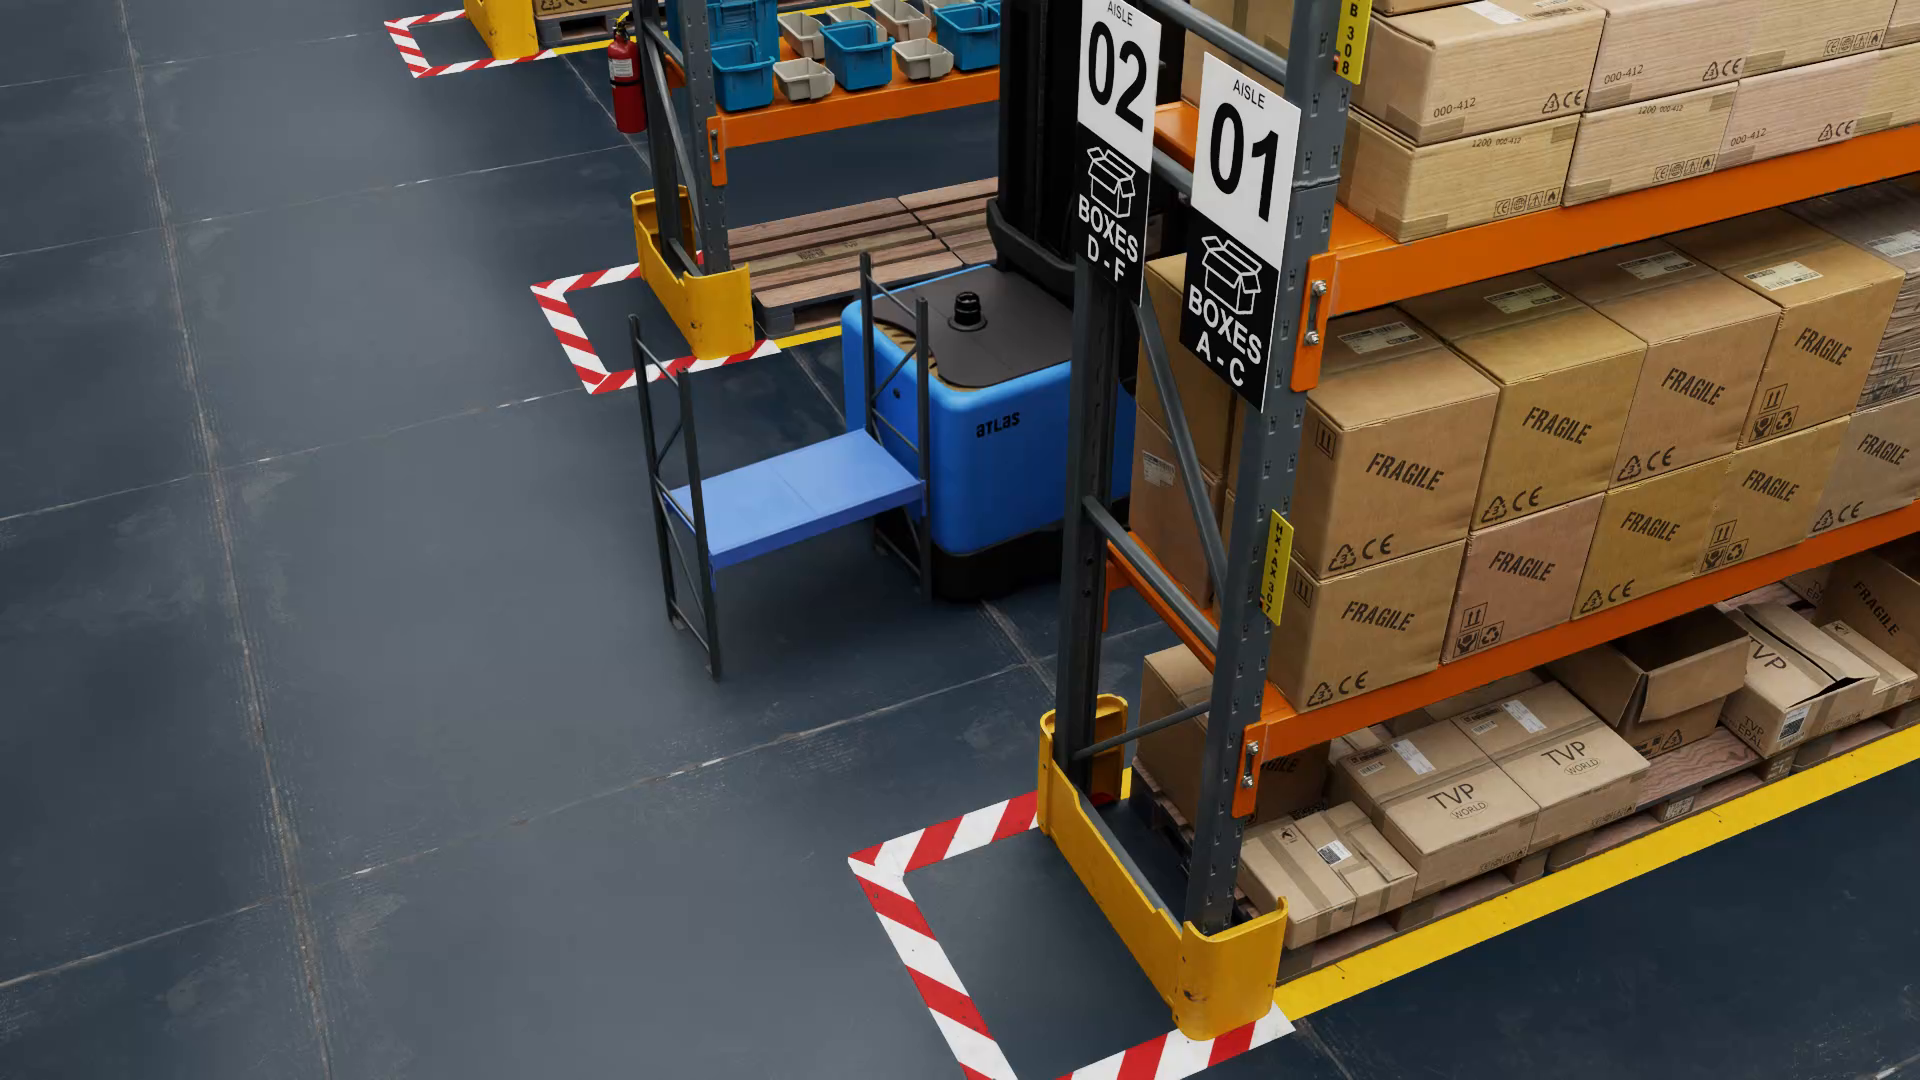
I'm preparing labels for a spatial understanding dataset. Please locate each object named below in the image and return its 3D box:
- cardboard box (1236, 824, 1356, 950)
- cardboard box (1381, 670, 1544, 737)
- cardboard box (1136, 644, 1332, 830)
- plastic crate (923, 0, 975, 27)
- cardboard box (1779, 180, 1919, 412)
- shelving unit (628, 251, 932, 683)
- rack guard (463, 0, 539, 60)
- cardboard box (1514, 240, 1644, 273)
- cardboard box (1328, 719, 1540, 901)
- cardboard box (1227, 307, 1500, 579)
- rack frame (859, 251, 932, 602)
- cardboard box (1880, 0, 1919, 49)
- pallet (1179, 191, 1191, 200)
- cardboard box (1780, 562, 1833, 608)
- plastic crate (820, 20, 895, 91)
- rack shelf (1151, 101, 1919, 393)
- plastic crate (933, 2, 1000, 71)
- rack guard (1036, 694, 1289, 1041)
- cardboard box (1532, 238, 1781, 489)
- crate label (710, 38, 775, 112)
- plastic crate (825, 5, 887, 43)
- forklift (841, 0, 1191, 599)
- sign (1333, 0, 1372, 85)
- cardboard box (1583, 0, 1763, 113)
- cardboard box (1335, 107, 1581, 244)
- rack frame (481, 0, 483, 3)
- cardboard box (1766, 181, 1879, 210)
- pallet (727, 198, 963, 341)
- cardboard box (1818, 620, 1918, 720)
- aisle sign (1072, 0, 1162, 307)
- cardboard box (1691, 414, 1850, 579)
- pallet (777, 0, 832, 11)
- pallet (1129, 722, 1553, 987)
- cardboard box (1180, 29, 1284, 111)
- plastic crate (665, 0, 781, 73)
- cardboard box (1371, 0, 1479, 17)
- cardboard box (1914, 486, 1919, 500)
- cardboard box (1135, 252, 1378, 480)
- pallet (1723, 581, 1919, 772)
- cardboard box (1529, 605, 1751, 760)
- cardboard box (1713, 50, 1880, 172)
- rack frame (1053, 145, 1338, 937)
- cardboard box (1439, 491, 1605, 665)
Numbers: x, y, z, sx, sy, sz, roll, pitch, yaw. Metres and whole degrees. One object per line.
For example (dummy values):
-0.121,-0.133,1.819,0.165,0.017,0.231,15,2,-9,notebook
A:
1.129,1.178,5.668,0.250,0.149,0.380,-16,39,-20,cardboard box
1.864,0.563,6.412,0.500,0.250,0.500,-16,39,-20,cardboard box
0.992,0.687,6.035,0.500,0.500,0.500,-16,39,-20,cardboard box
-0.066,-2.999,9.446,0.250,0.136,0.298,-16,39,-20,plastic crate
2.958,-0.798,5.385,0.500,0.500,0.500,-15,39,-20,cardboard box
-0.702,-0.297,6.891,1.048,1.500,0.538,-20,41,-25,shelving unit
-3.623,-4.203,12.997,0.348,0.500,1.175,-16,39,-20,rack guard
1.814,-0.835,5.434,0.500,0.500,0.500,-15,39,-19,cardboard box
1.669,0.946,5.895,0.500,0.250,0.500,-16,39,-20,cardboard box
1.118,-0.282,4.689,0.500,0.500,0.500,-14,39,-19,cardboard box
-0.270,-0.456,7.106,0.032,1.500,0.500,-20,41,-25,rack frame
2.540,-1.582,4.554,0.500,0.250,0.500,-16,39,-20,cardboard box
1.475,-2.228,10.576,1.213,0.211,1.003,-16,39,-20,pallet
3.753,0.010,7.106,0.500,0.311,0.500,-16,39,-20,cardboard box
-0.538,-2.551,8.761,0.300,0.233,0.416,-16,39,-20,plastic crate
2.415,-1.292,5.060,4.000,0.370,1.077,-16,39,-20,rack shelf
0.058,-2.717,8.986,0.300,0.233,0.416,-16,39,-20,plastic crate
0.673,1.115,5.827,0.348,0.500,1.175,-16,39,-20,rack guard
2.043,-0.542,5.040,0.500,0.500,0.500,-15,39,-19,cardboard box
-1.134,-2.384,8.536,0.303,0.233,0.416,-16,39,-20,crate label
-0.567,-2.830,9.219,0.243,0.136,0.396,-16,39,-20,plastic crate
0.982,-1.575,7.414,3.031,2.935,1.130,-20,41,-25,forklift
0.835,-1.133,3.508,0.005,0.325,0.100,-16,39,-20,sign
1.635,-1.328,4.211,0.500,0.250,0.500,-16,39,-20,cardboard box
1.177,-1.007,4.198,0.500,0.250,0.500,-16,39,-20,cardboard box
-3.602,-5.213,12.261,0.127,3.000,1.000,-16,39,-20,rack frame
2.747,-1.096,5.787,0.500,0.500,0.500,-17,40,-21,cardboard box
-0.734,-1.610,9.744,1.213,0.211,1.003,-16,39,-20,pallet
3.516,0.510,6.568,0.250,0.149,0.380,-16,39,-20,cardboard box
0.412,-1.062,4.482,0.004,0.787,0.394,-16,39,-20,aisle sign
2.491,-0.265,5.505,0.500,0.500,0.500,-15,39,-19,cardboard box
-1.808,-4.644,13.835,1.213,0.211,1.003,-16,39,-20,pallet
1.394,1.029,6.186,1.213,0.211,1.003,-16,39,-20,pallet
0.957,-1.287,4.575,0.500,0.250,0.500,-16,39,-20,cardboard box
-1.273,-2.766,8.881,0.499,0.435,0.616,-16,39,-20,plastic crate
1.062,-1.655,4.023,0.500,0.500,0.700,-16,39,-20,cardboard box
3.415,-0.527,5.858,0.500,0.500,0.500,-15,39,-19,cardboard box
0.890,-0.573,5.081,0.500,0.500,0.500,-16,39,-20,cardboard box
3.603,0.411,7.019,1.213,0.211,1.003,-16,39,-20,pallet
2.526,0.422,6.390,0.637,0.503,0.797,-16,39,-20,cardboard box
2.087,-1.255,4.531,0.500,0.250,0.500,-16,39,-20,cardboard box
0.604,0.130,5.057,0.127,3.000,1.000,-16,39,-20,rack frame
1.583,-0.014,5.167,0.500,0.500,0.500,-16,39,-20,cardboard box
